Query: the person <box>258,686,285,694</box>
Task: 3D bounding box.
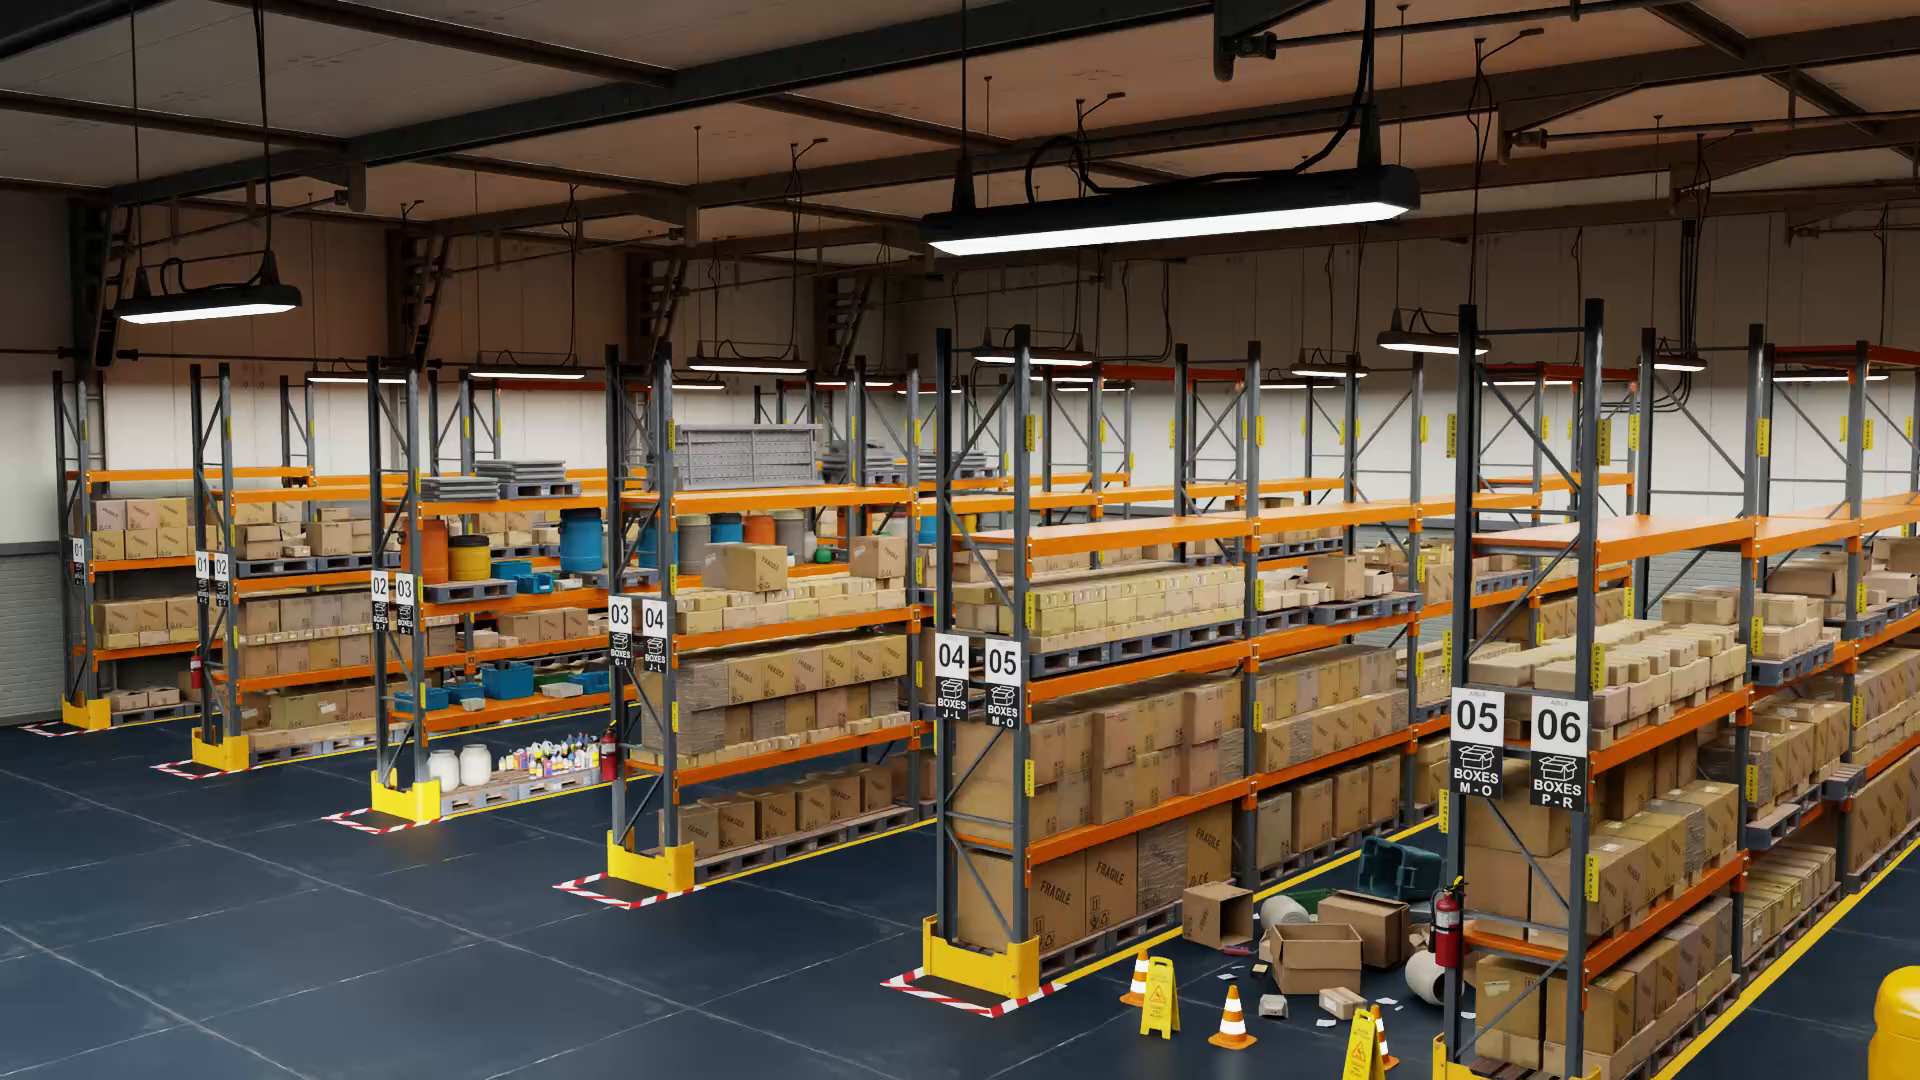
[{"bbox_3d":[-11.567,2.326,27.950,0.497,1.709,0.620,4,5,41],"label":"person"}]
